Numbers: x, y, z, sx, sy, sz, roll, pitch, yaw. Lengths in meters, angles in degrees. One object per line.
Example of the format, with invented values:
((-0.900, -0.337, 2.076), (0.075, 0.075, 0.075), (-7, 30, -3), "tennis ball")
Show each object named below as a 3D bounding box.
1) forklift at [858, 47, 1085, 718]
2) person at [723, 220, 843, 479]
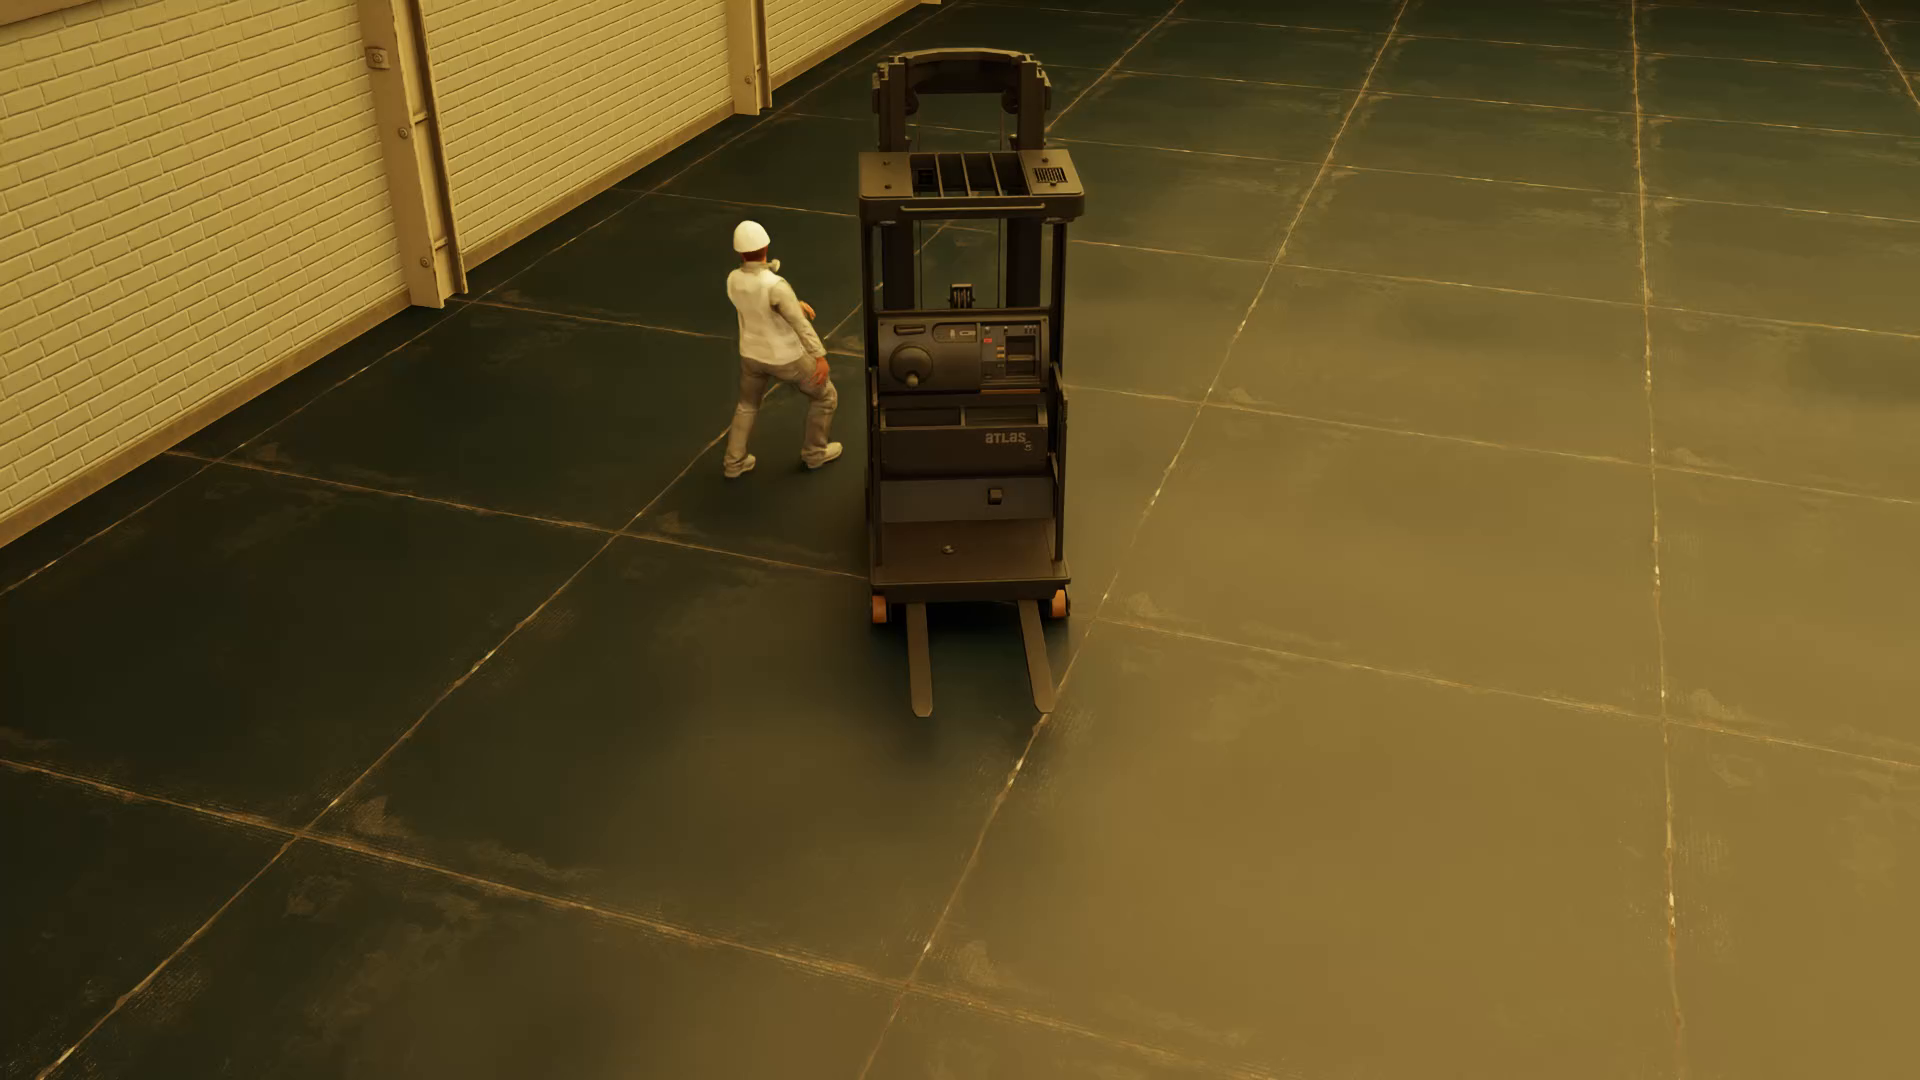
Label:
((0.035, -0.972, 8.842), (1.130, 2.935, 3.031), (-2, 30, -3), "forklift")
((-1.106, -1.214, 10.538), (0.703, 1.686, 0.788), (14, 33, 23), "person")
